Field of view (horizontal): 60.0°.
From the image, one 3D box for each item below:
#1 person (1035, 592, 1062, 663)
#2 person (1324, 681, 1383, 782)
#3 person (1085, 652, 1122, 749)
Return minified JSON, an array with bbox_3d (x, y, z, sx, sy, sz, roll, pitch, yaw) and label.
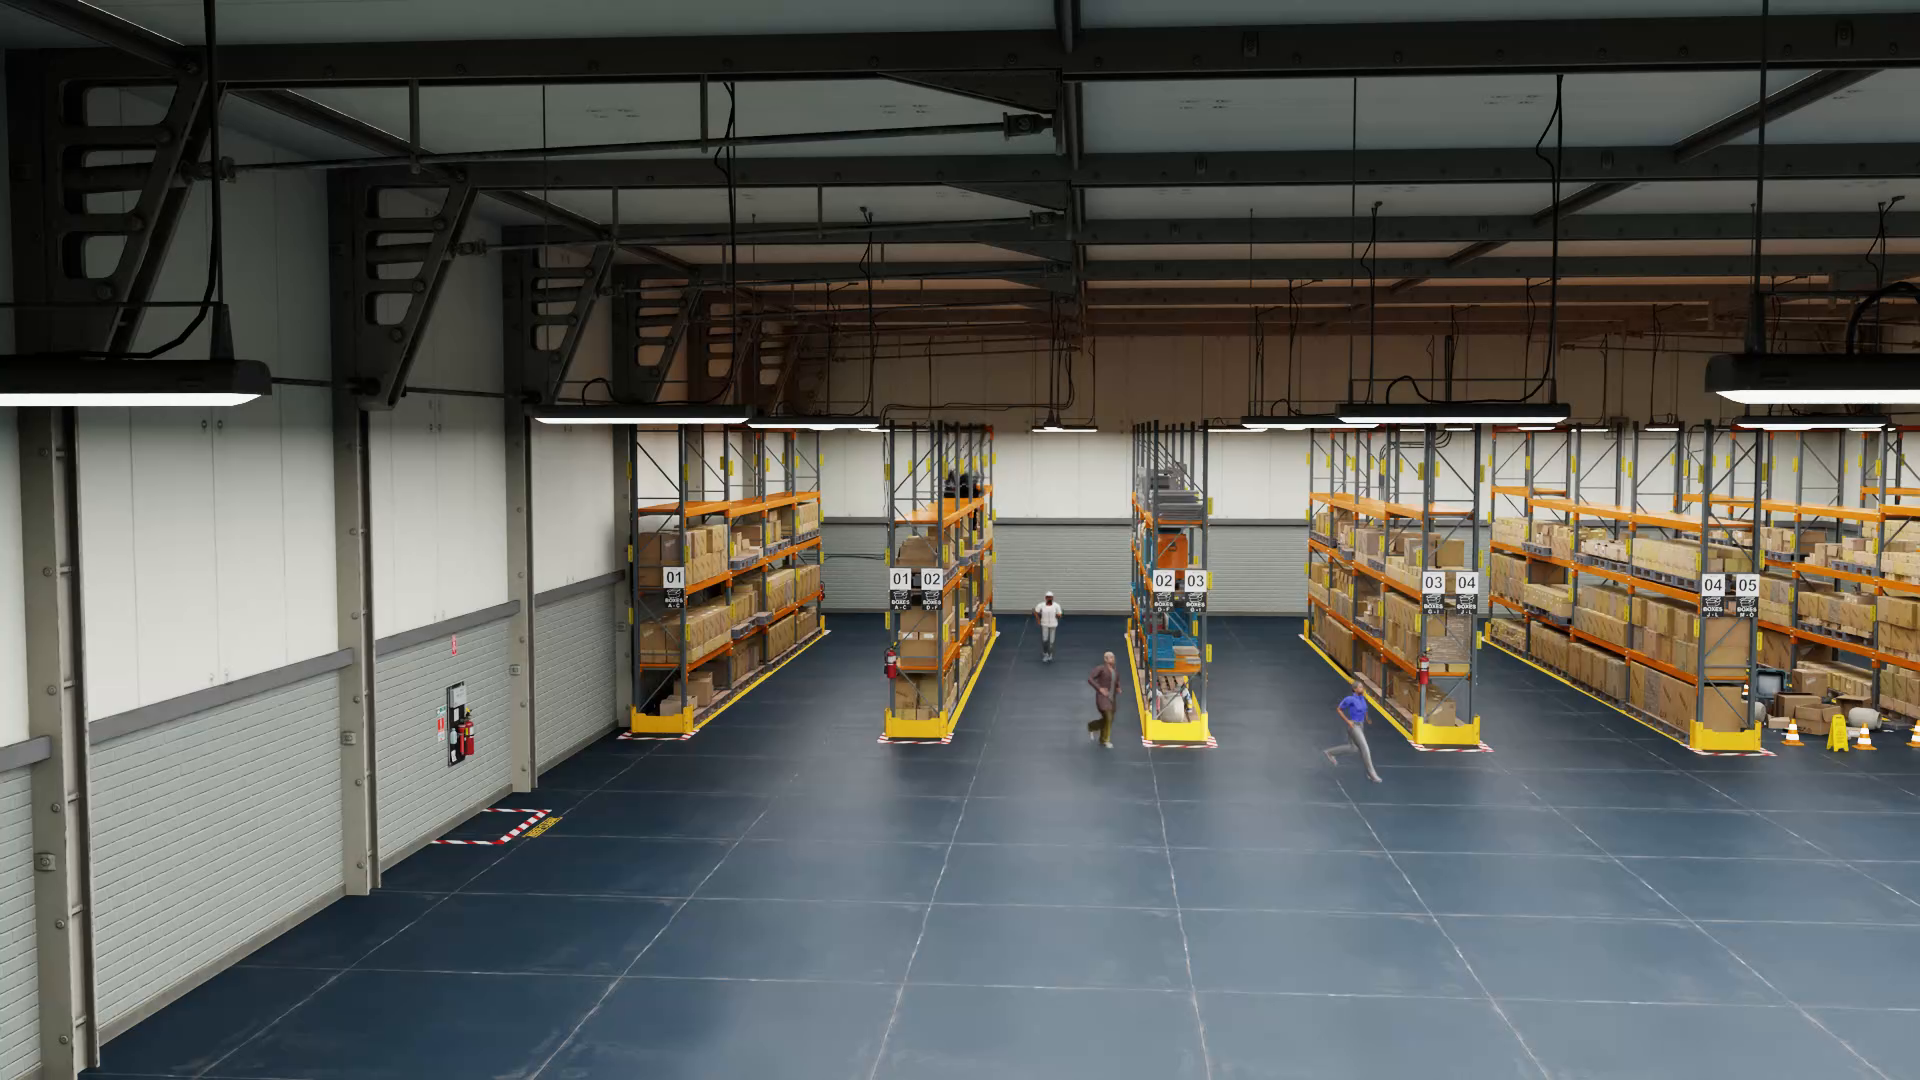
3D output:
[{"bbox_3d":[2.239,2.201,41.894,0.677,1.798,0.683,0,4,-2],"label":"person"},{"bbox_3d":[6.577,3.169,27.735,1.061,1.665,0.546,3,4,36],"label":"person"},{"bbox_3d":[2.668,2.933,30.702,0.762,1.744,0.788,-3,5,-39],"label":"person"}]
